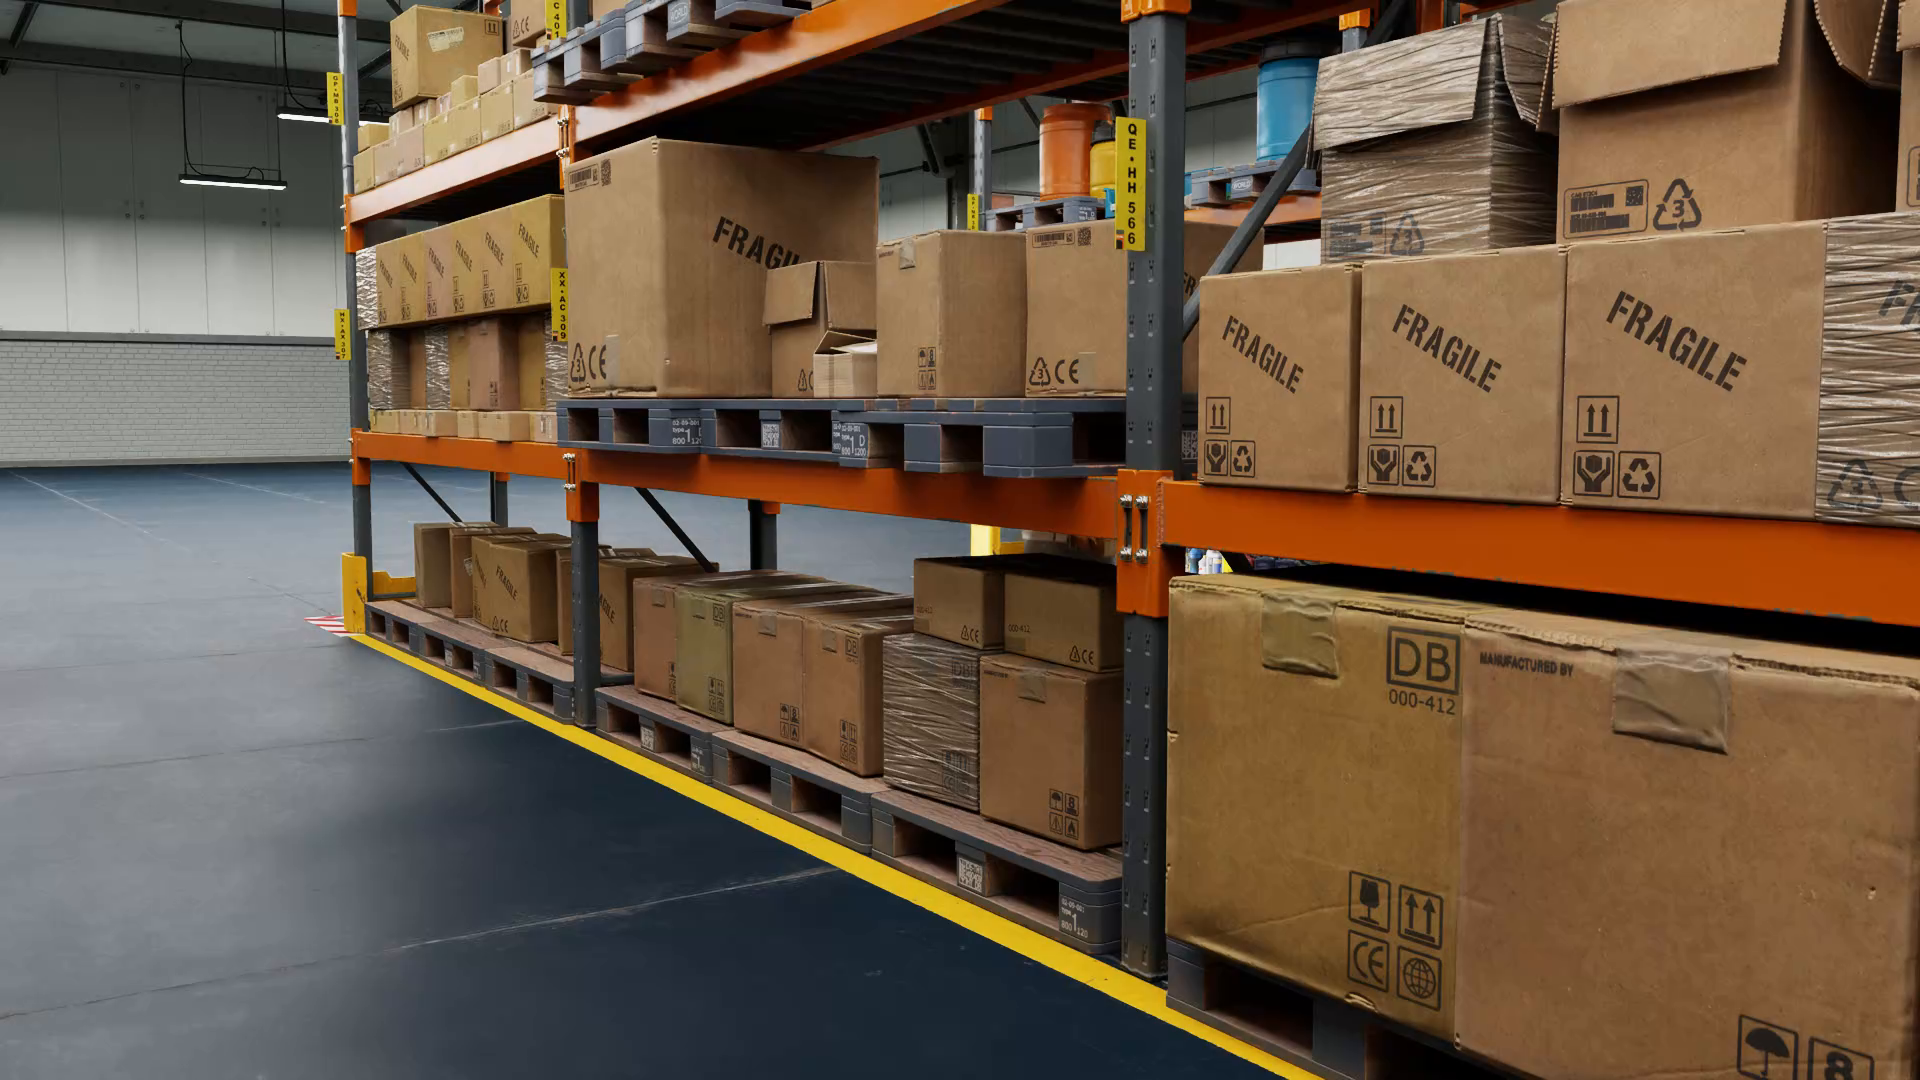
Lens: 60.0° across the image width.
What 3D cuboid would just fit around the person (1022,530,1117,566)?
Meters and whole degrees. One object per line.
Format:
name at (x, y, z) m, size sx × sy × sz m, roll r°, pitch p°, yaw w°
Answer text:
person at (0.551, 0.050, 7.456) m, size 0.471 × 1.664 × 0.536 m, roll -3°, pitch 6°, yaw -34°
